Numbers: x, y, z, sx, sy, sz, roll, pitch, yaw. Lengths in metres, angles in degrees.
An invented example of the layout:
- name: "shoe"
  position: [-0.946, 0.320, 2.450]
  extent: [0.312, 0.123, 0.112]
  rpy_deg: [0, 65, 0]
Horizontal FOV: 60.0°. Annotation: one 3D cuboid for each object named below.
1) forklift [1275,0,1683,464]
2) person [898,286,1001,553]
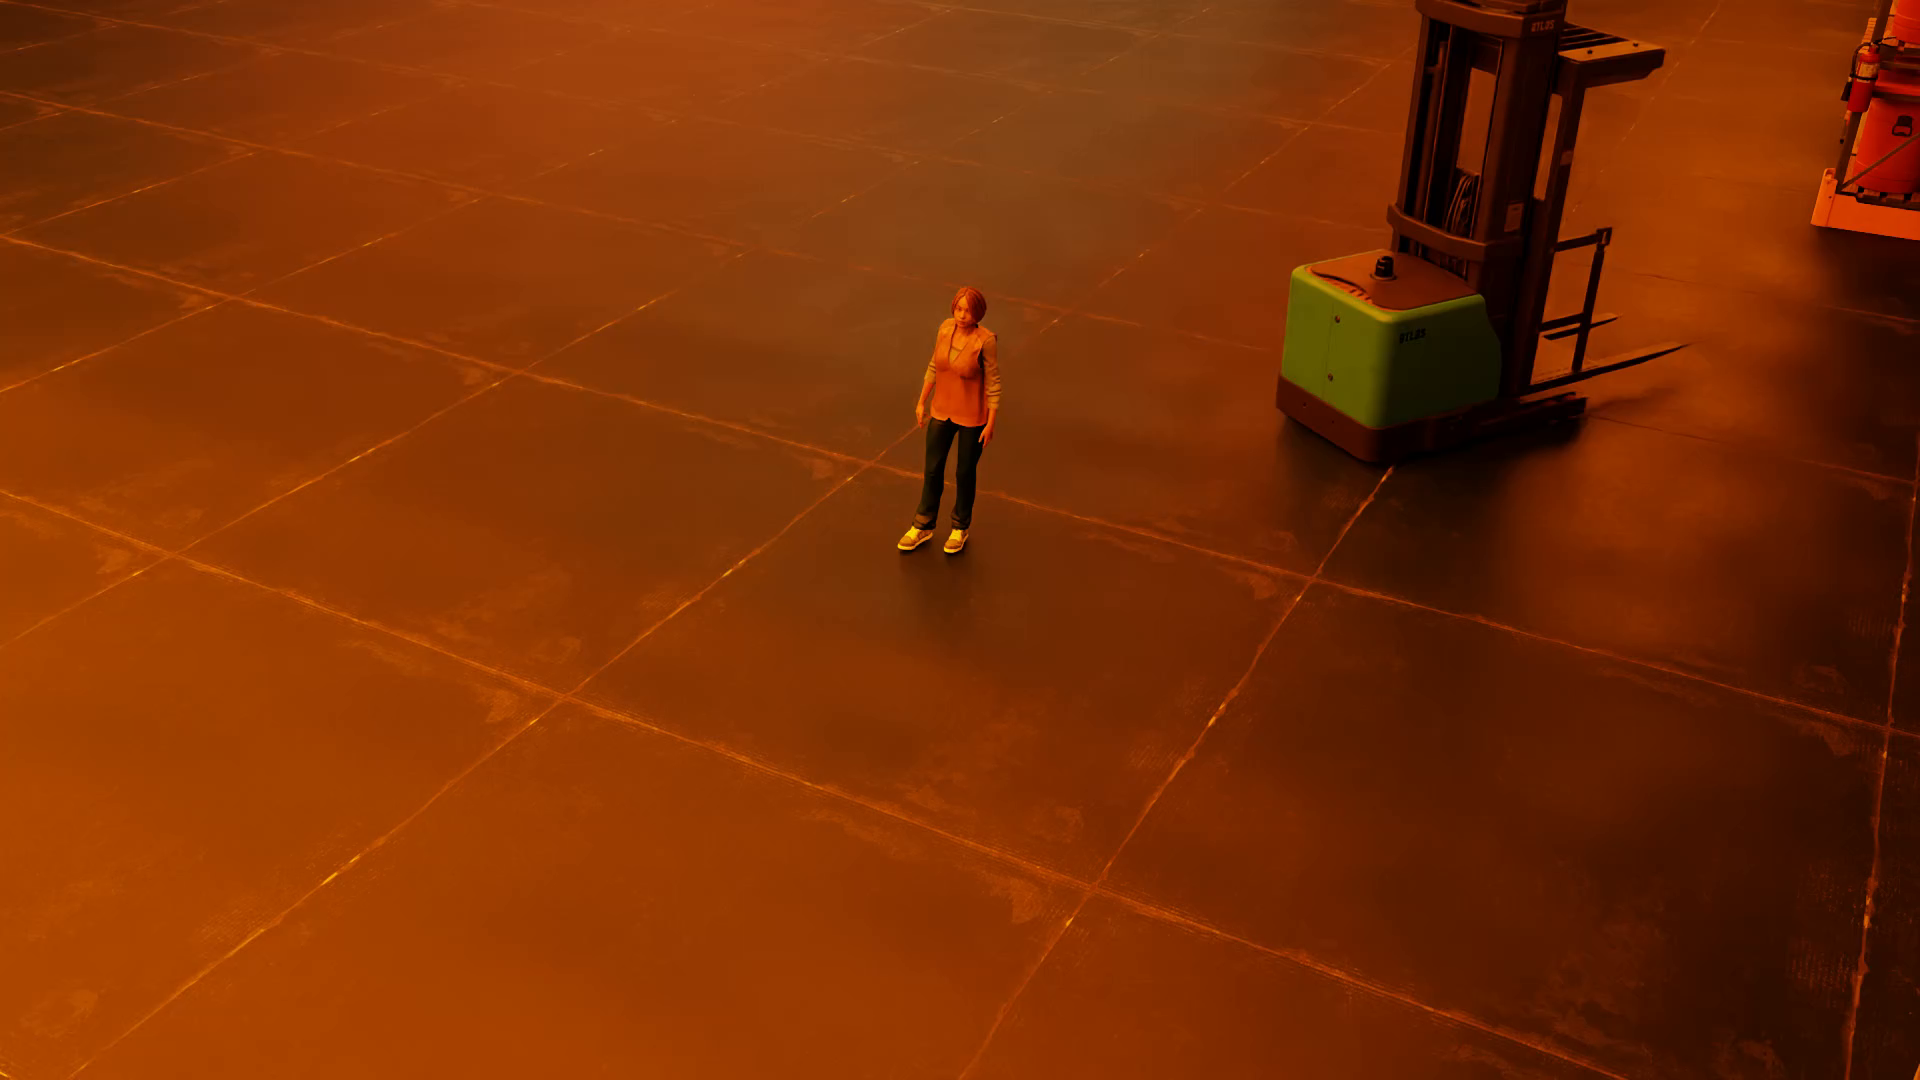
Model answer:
- name: "forklift"
  position: [3.721, -2.274, 11.012]
  extent: [3.031, 2.935, 1.130]
  rpy_deg: [-15, 33, -24]
- name: "person"
  position: [-0.049, -0.669, 9.549]
  extent: [0.520, 1.599, 0.473]
  rpy_deg: [15, 33, 25]
